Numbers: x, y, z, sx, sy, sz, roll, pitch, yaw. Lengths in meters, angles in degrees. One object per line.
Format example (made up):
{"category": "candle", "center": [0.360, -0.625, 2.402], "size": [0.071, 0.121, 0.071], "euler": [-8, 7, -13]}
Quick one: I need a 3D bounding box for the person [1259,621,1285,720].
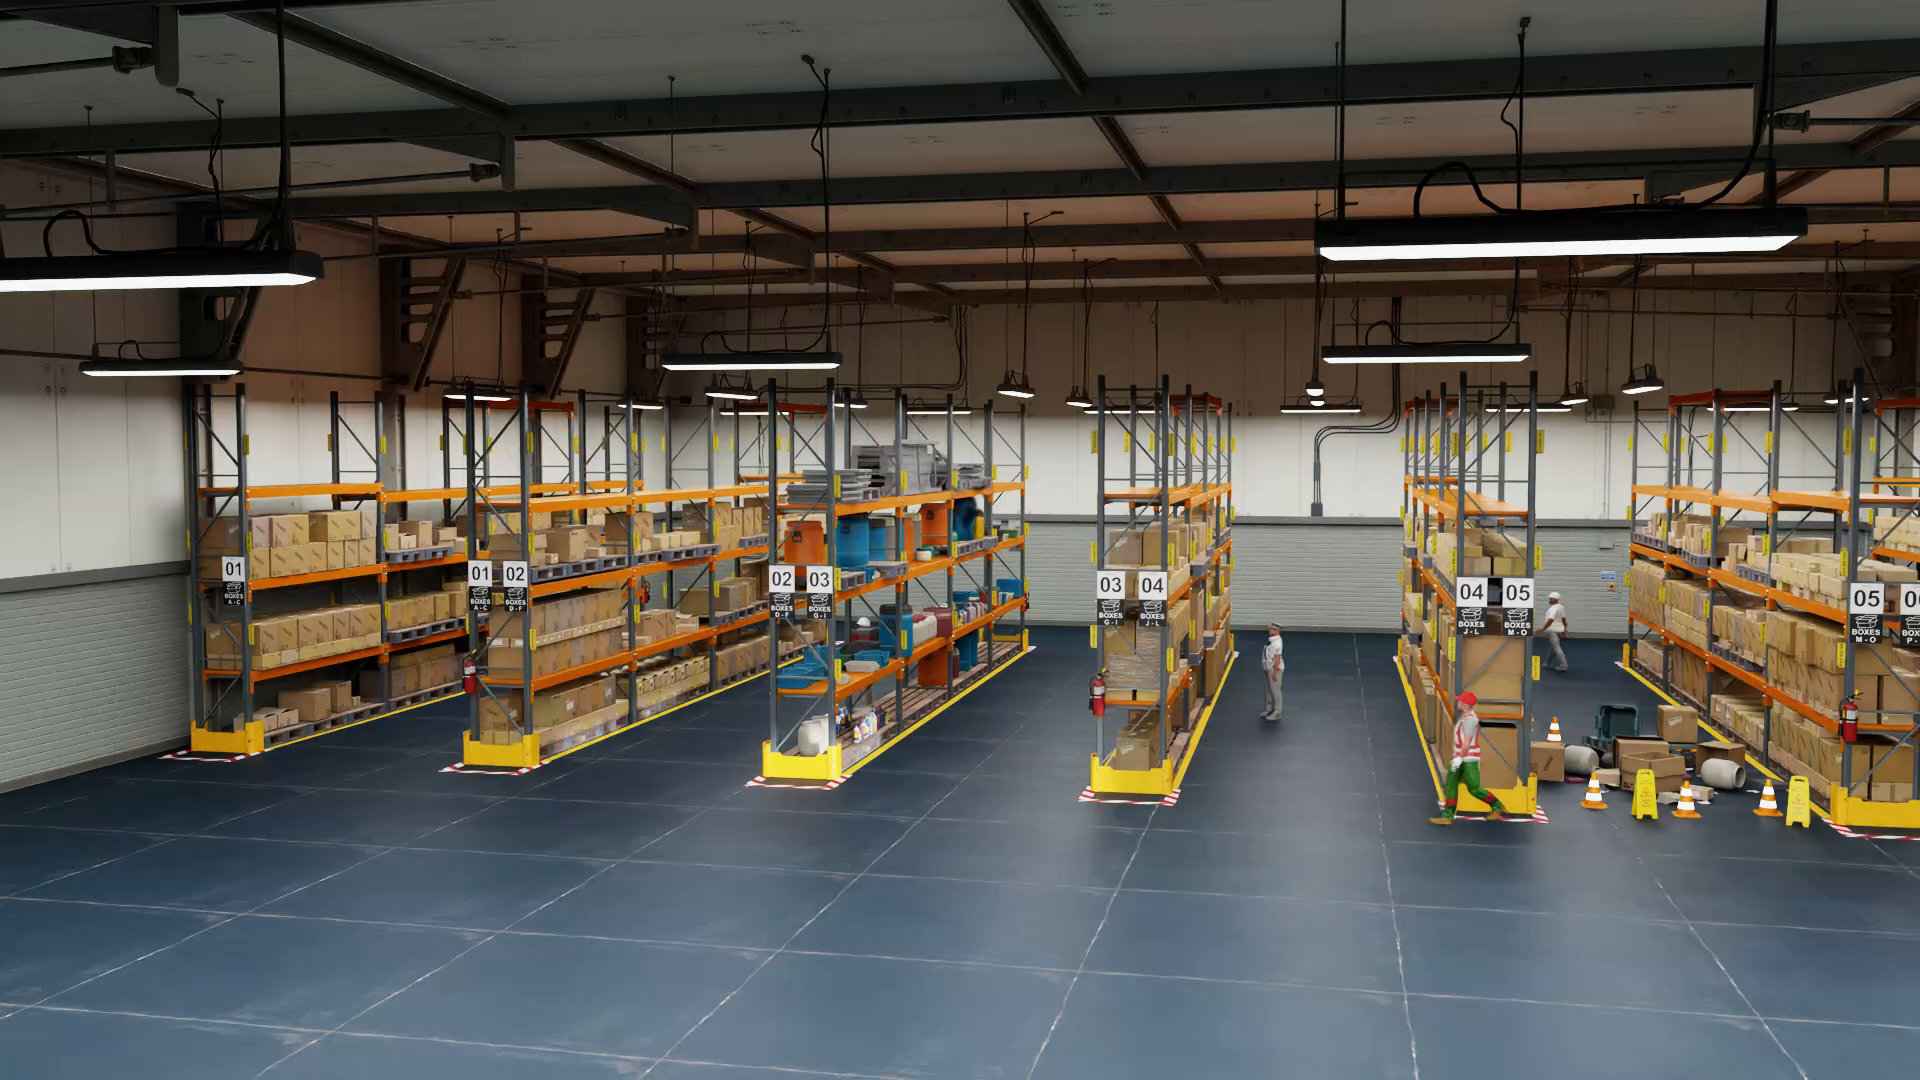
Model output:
{"category": "person", "center": [5.710, 2.371, 30.425], "size": [0.418, 1.782, 0.585], "euler": [-1, 3, -12]}

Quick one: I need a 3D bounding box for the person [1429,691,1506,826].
{"category": "person", "center": [6.669, 2.871, 21.784], "size": [0.952, 1.776, 0.490], "euler": [-1, 3, -10]}

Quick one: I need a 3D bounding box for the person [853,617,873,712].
{"category": "person", "center": [-1.820, 2.347, 31.117], "size": [0.393, 1.813, 0.622], "euler": [2, 4, 32]}

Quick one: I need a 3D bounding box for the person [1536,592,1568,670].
{"category": "person", "center": [13.131, 2.000, 36.912], "size": [0.734, 1.709, 0.986], "euler": [-2, 4, -25]}
